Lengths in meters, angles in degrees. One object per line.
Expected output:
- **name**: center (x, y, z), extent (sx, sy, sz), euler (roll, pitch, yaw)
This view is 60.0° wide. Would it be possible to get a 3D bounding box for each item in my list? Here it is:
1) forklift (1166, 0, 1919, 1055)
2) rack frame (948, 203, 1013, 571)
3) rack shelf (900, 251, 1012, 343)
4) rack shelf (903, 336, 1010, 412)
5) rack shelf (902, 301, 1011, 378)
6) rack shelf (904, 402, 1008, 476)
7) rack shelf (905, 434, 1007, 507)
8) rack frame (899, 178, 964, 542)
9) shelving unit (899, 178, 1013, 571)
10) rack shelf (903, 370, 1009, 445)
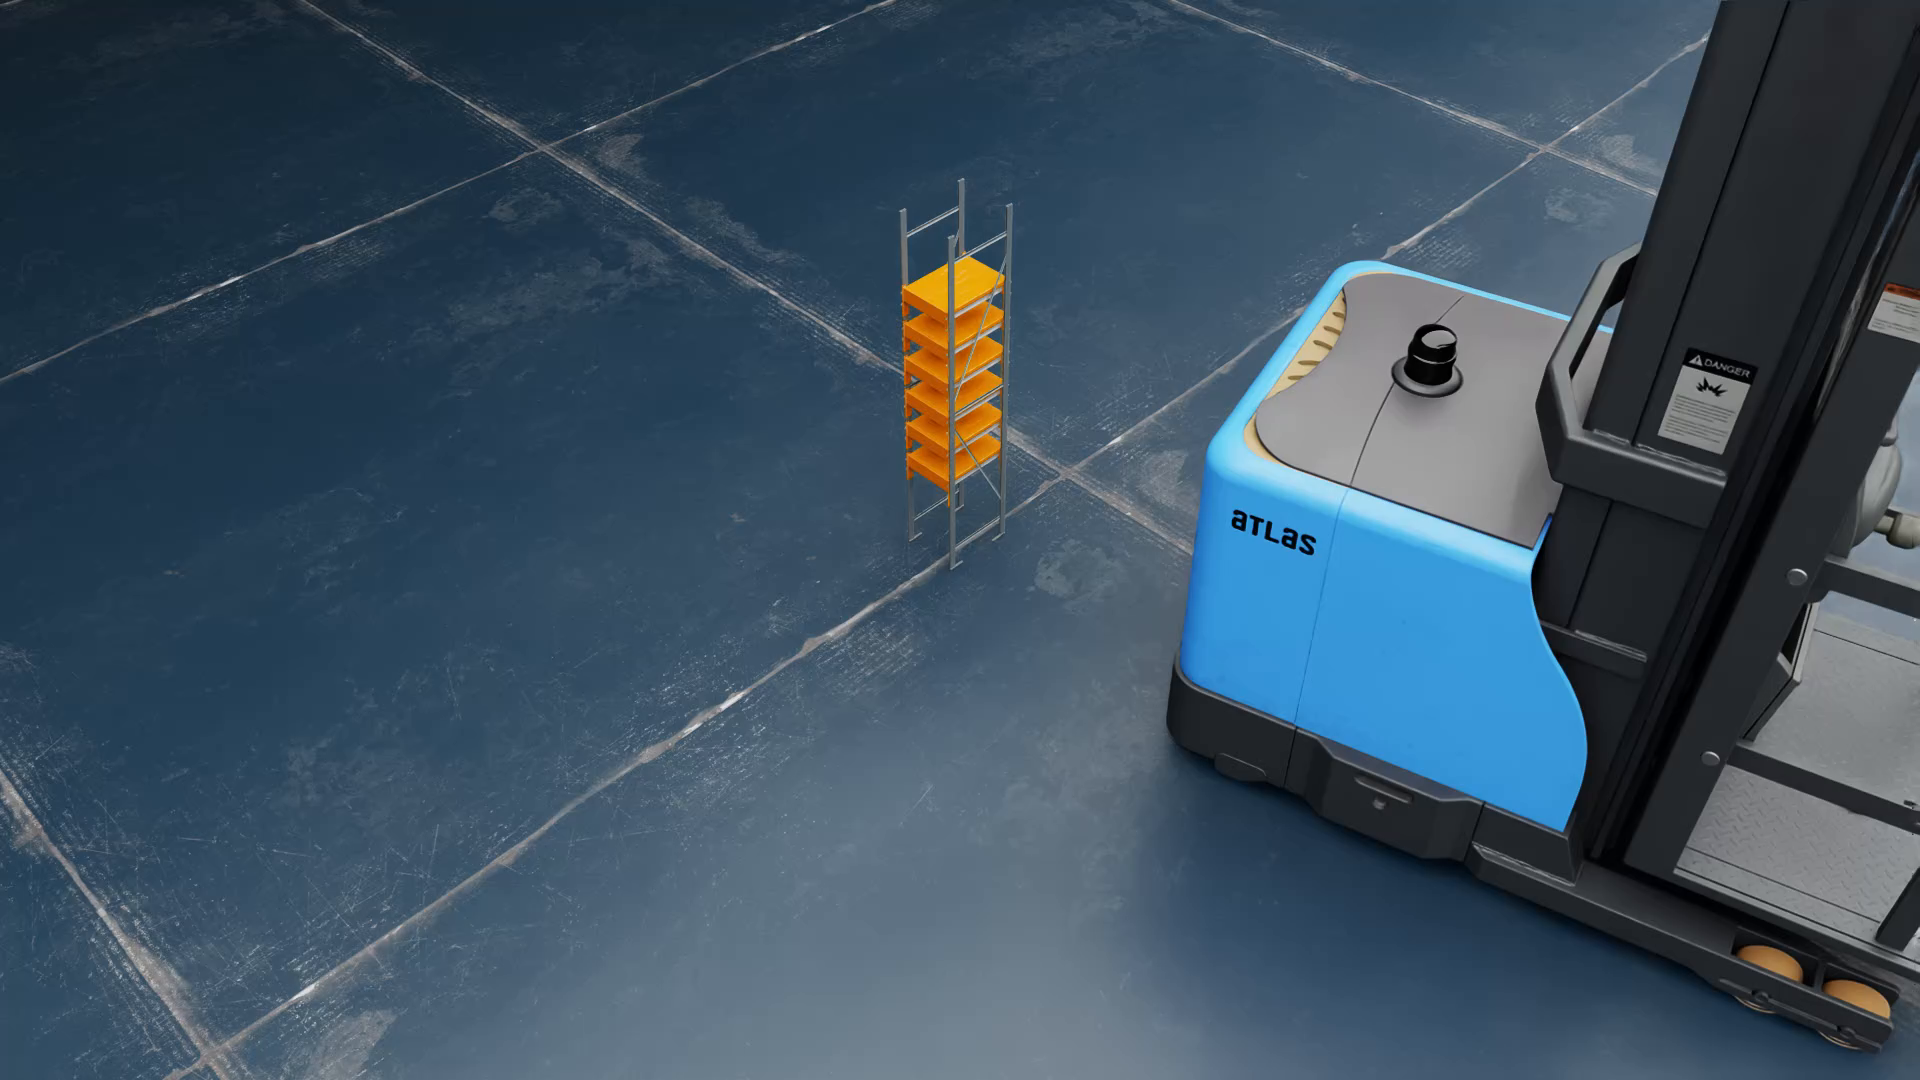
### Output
- **forklift**: center (2.107, -0.288, 3.402), extent (3.031, 2.935, 1.130), euler (21, 47, 21)
- **rack frame**: center (0.054, -0.404, 4.803), extent (0.240, 1.200, 0.006), euler (-34, 53, -31)
- **rack shelf**: center (-0.010, -0.679, 4.636), extent (0.258, 0.103, 0.180), euler (-34, 53, -31)
- **rack shelf**: center (-0.010, -0.503, 4.799), extent (0.258, 0.103, 0.180), euler (-34, 53, -31)
- **rack shelf**: center (-0.010, -0.591, 4.718), extent (0.258, 0.103, 0.180), euler (-34, 53, -31)
- **rack shelf**: center (-0.010, -0.327, 4.962), extent (0.258, 0.103, 0.180), euler (-34, 53, -31)
- **rack shelf**: center (-0.010, -0.239, 5.043), extent (0.258, 0.103, 0.180), euler (-34, 53, -31)
- **rack frame**: center (-0.075, -0.492, 4.898), extent (0.240, 1.200, 0.006), euler (-34, 53, -31)
- **shelving unit**: center (-0.010, -0.448, 4.850), extent (0.258, 1.200, 0.189), euler (-34, 53, -31)
- **rack shelf**: center (-0.010, -0.415, 4.880), extent (0.258, 0.103, 0.180), euler (-34, 53, -31)
